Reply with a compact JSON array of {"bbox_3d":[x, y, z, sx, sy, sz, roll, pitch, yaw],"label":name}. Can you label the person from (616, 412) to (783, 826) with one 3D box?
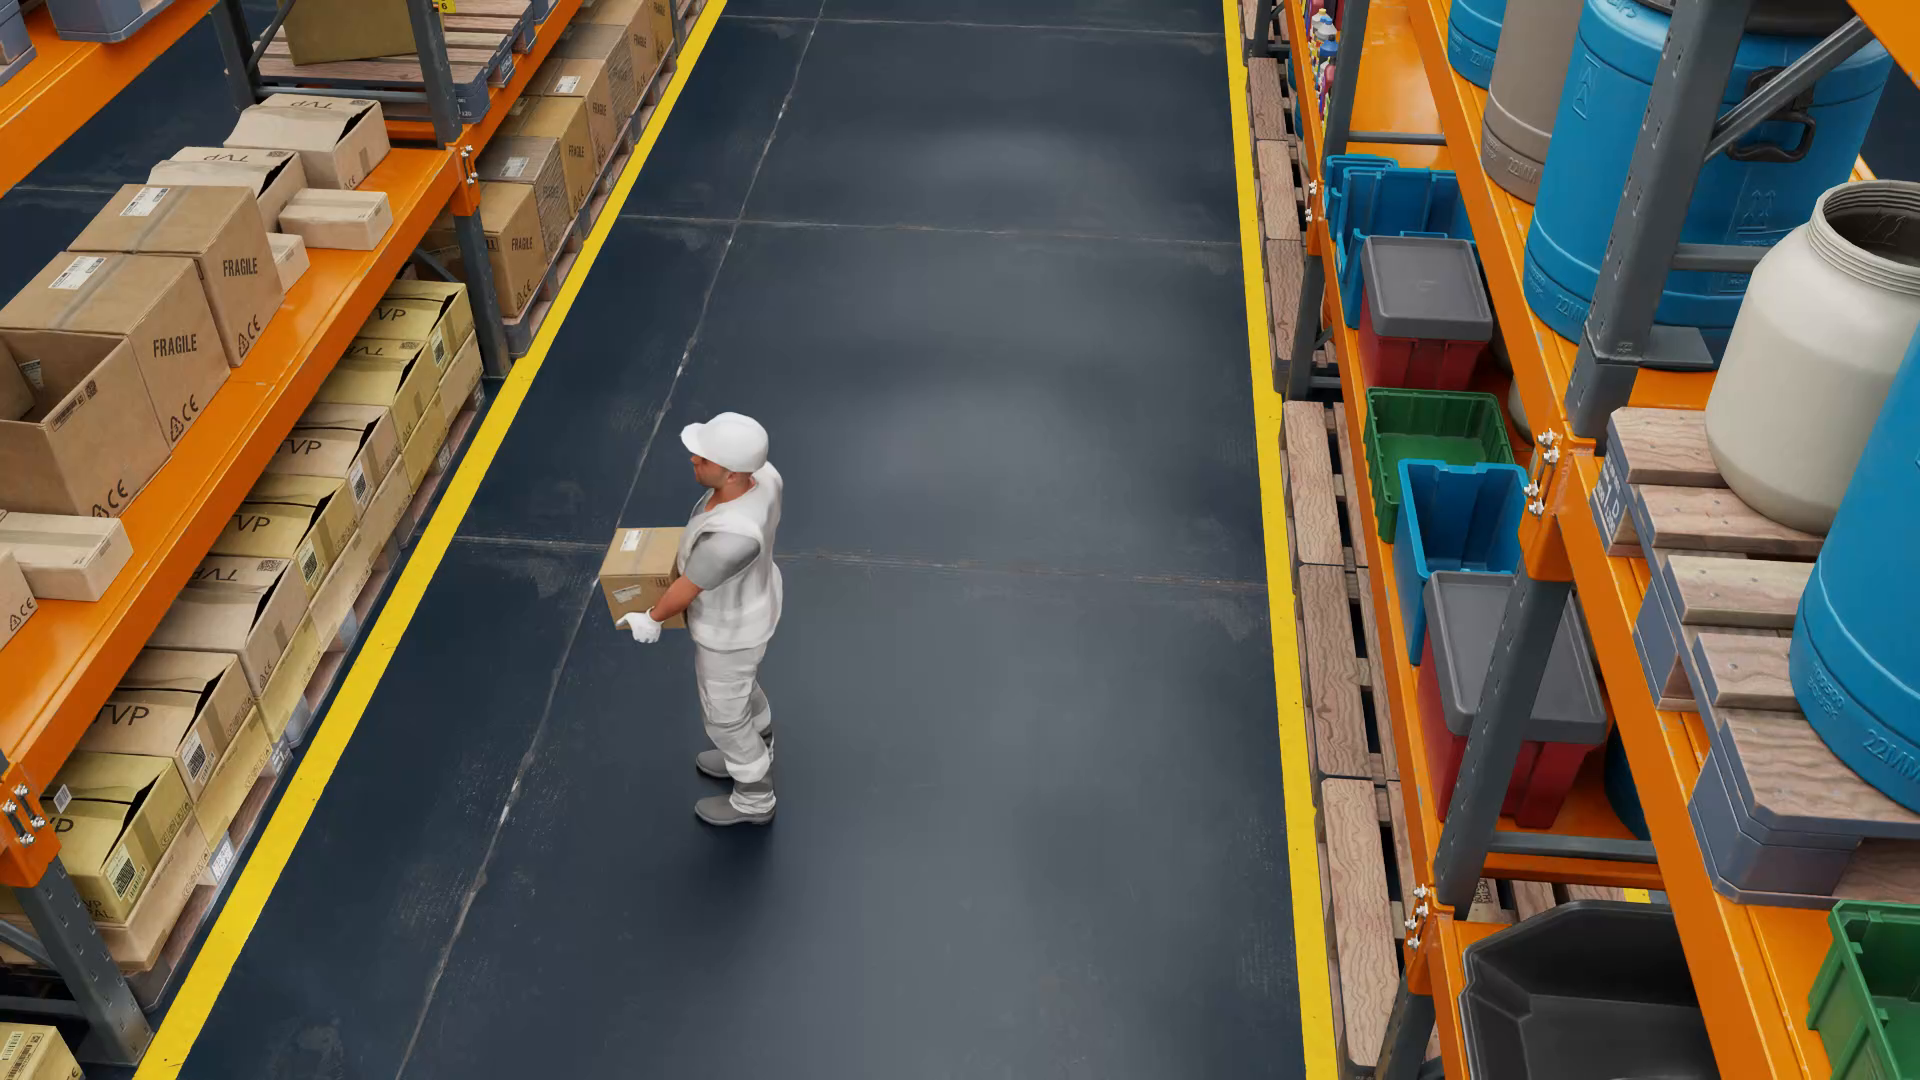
[{"bbox_3d":[-0.885,0.282,5.802,0.560,1.782,0.493,4,40,5],"label":"person"}]
